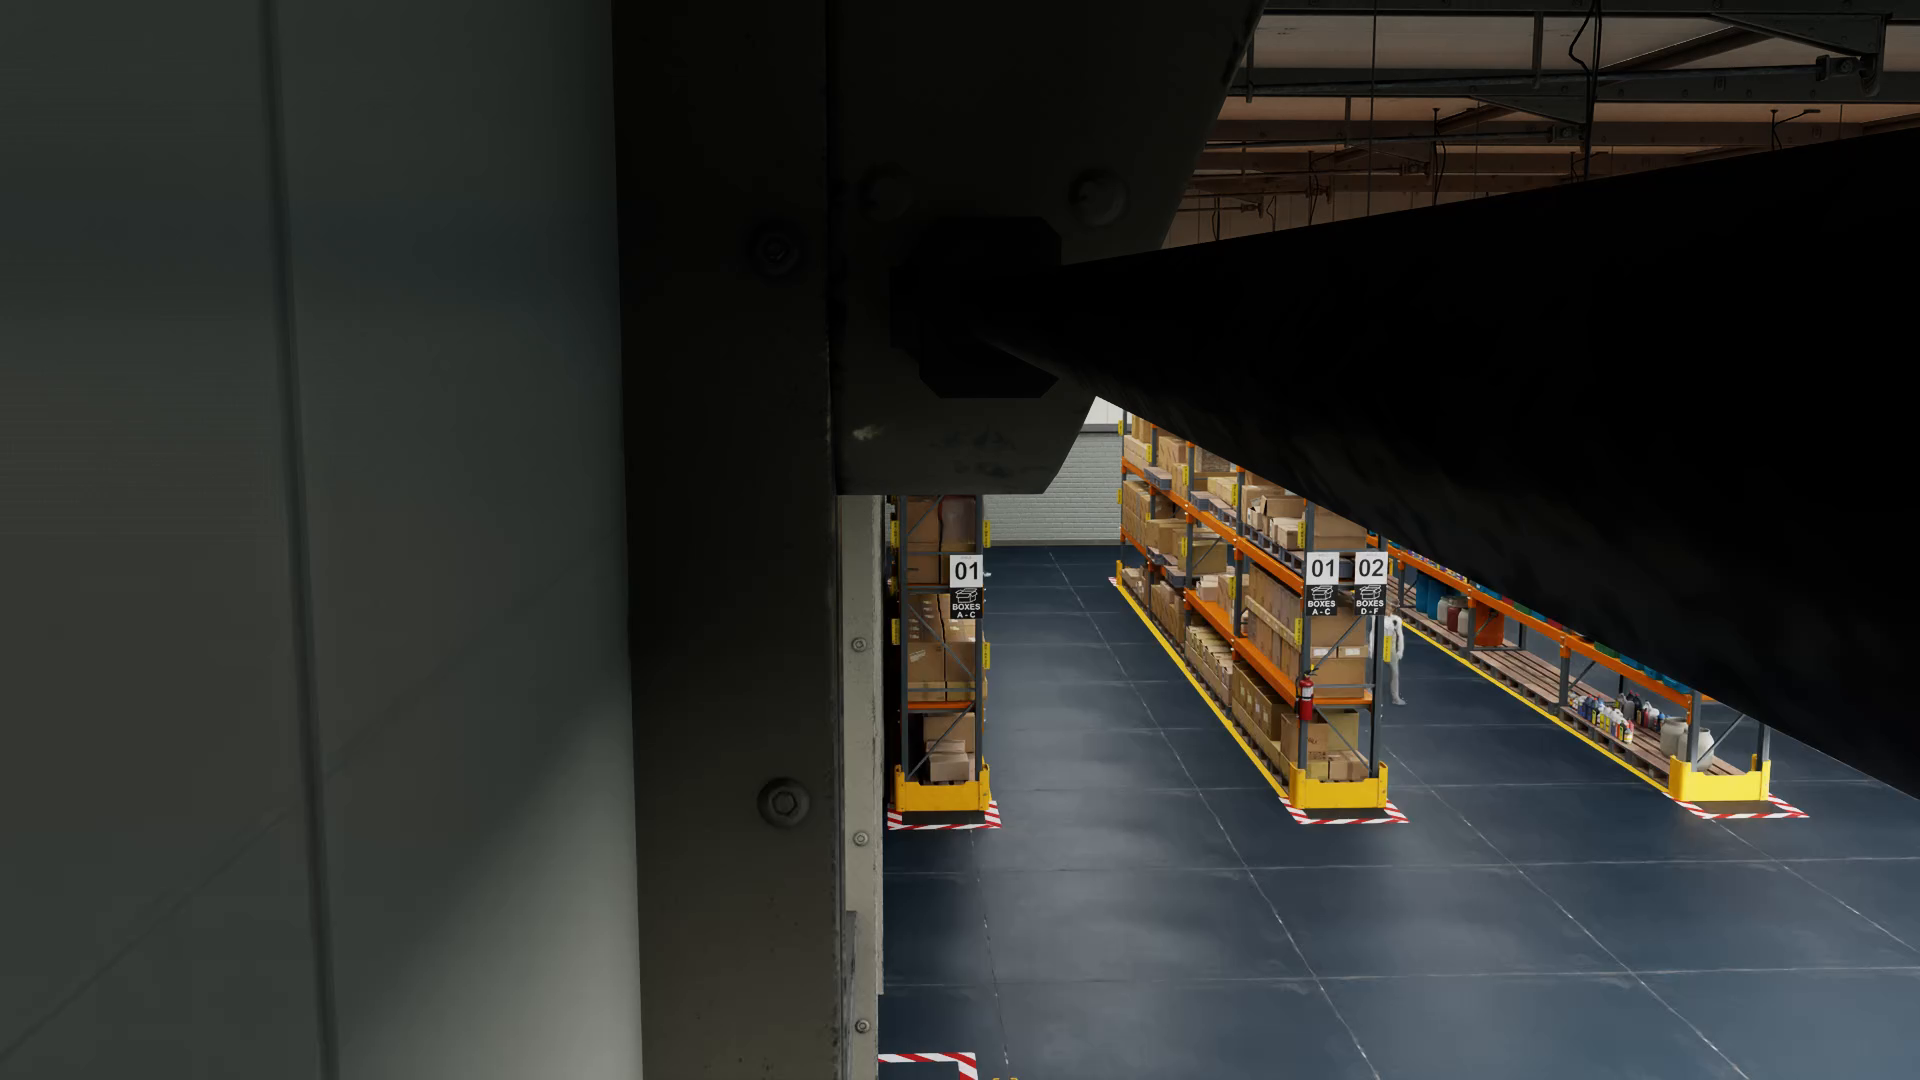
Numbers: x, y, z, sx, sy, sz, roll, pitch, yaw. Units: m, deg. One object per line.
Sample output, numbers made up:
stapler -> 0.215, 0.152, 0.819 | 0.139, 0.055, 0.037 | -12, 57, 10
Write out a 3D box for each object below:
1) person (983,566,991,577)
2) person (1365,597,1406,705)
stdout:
person -> 0.181, 0.049, 37.247 | 1.046, 1.613, 0.565 | 3, 9, 19
person -> 6.637, 1.706, 25.908 | 0.597, 1.637, 0.980 | -2, 9, -10
